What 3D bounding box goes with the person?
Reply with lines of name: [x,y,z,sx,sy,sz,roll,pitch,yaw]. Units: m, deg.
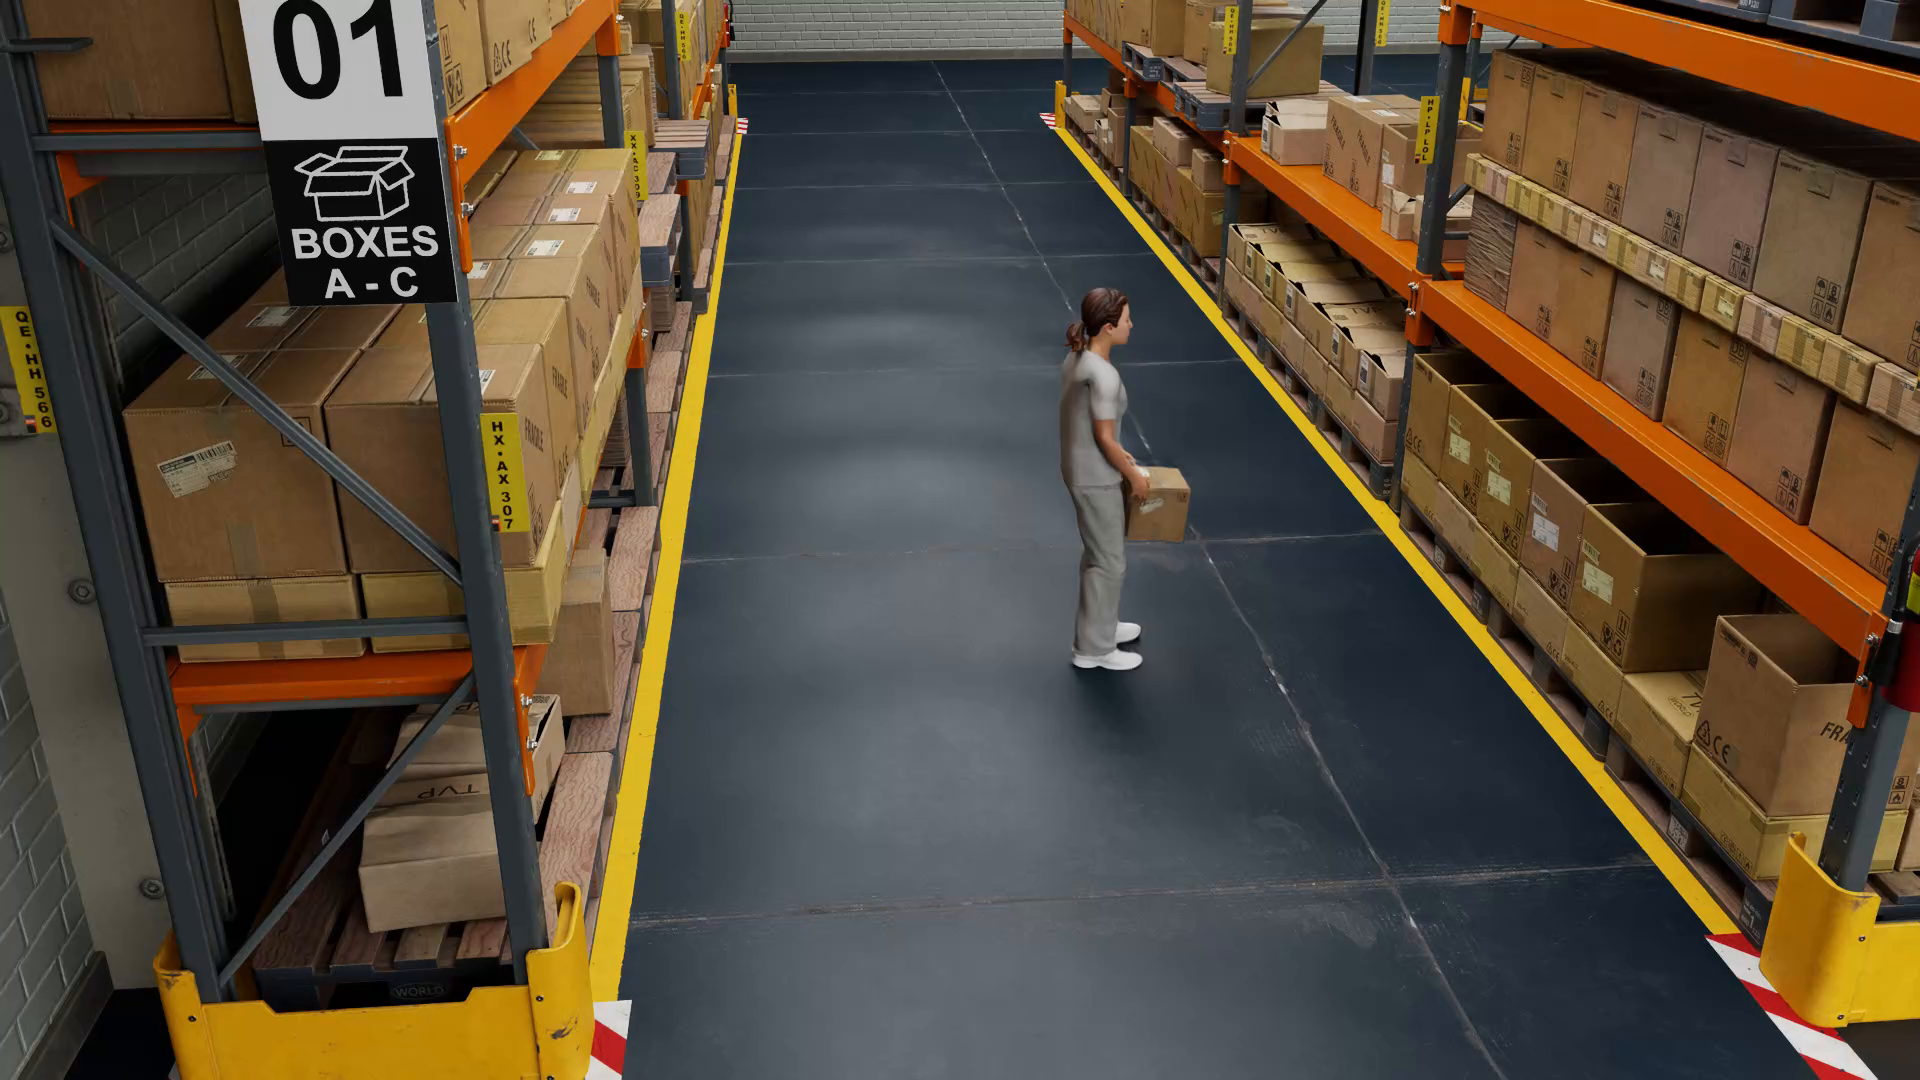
person: [0.633,-0.273,7.217,0.420,1.676,0.467,-3,24,-6]
